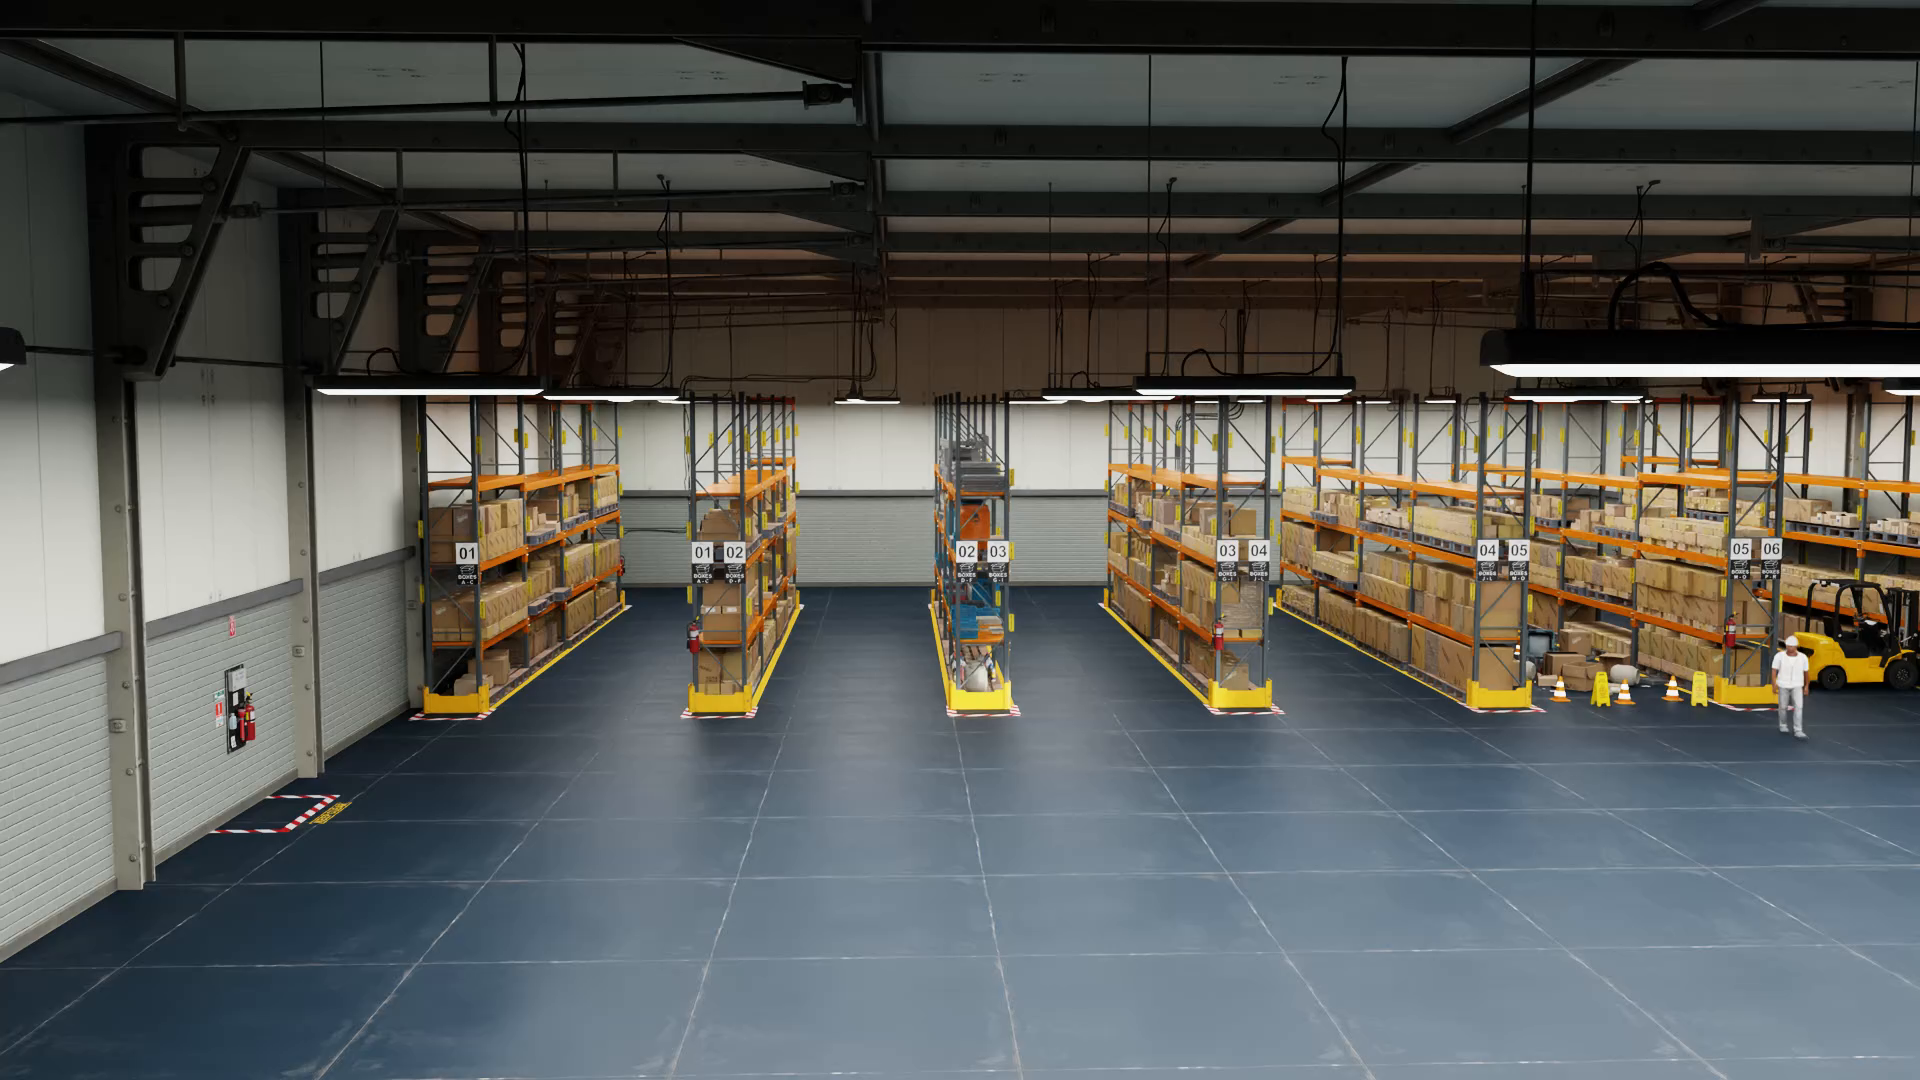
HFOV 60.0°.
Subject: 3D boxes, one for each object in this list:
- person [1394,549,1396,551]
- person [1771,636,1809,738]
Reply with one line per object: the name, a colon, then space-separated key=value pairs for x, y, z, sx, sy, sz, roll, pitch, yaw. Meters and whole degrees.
person: x=12.478 y=1.070 z=47.394 sx=1.027 sy=1.656 sz=0.499 roll=3 pitch=6 yaw=35
person: x=14.405 y=2.533 z=28.839 sx=0.610 sy=1.713 sz=0.971 roll=2 pitch=5 yaw=25
